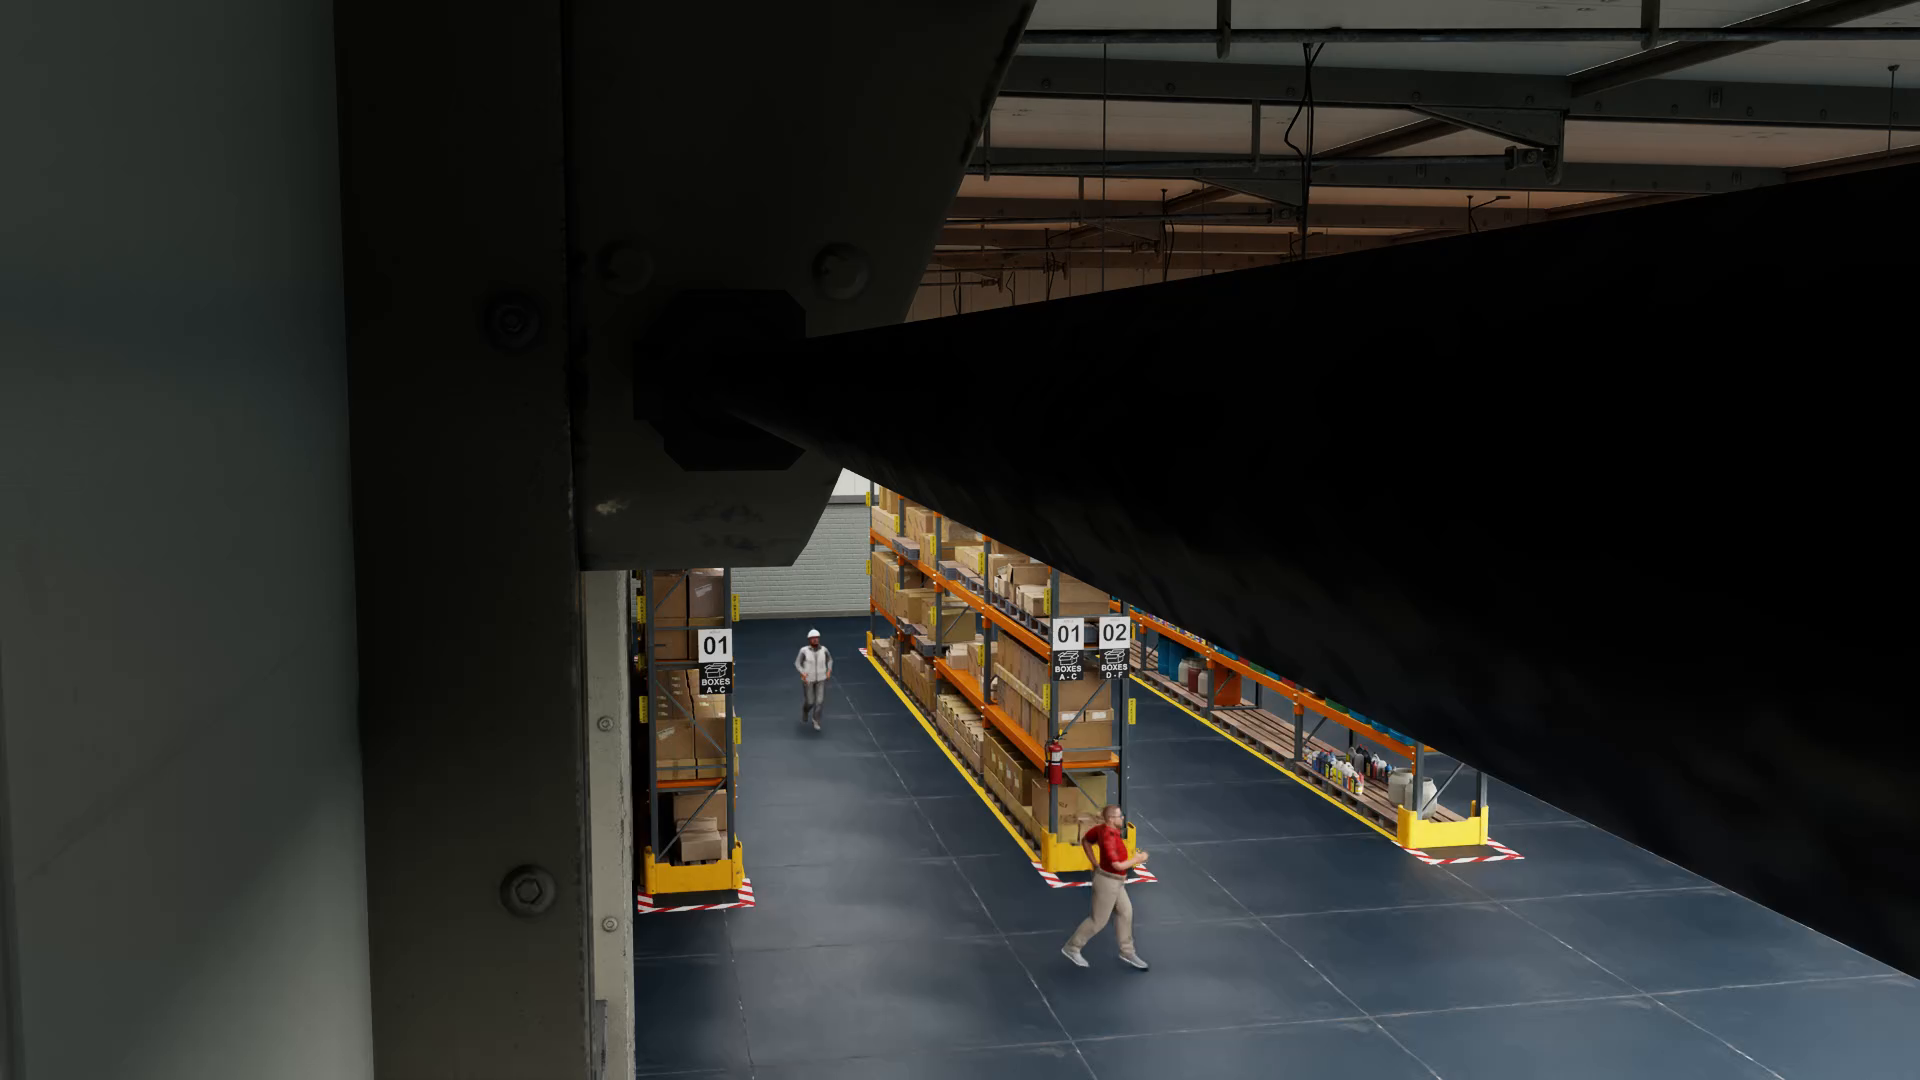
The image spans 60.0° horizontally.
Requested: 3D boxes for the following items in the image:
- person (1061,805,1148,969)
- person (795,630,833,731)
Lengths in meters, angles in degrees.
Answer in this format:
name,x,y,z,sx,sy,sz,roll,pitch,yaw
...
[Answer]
name,x,y,z,sx,sy,sz,roll,pitch,yaw
person,1.521,3.643,17.416,0.915,1.768,0.641,0,6,3
person,-2.551,2.431,29.158,0.682,1.752,0.605,-2,6,-17
